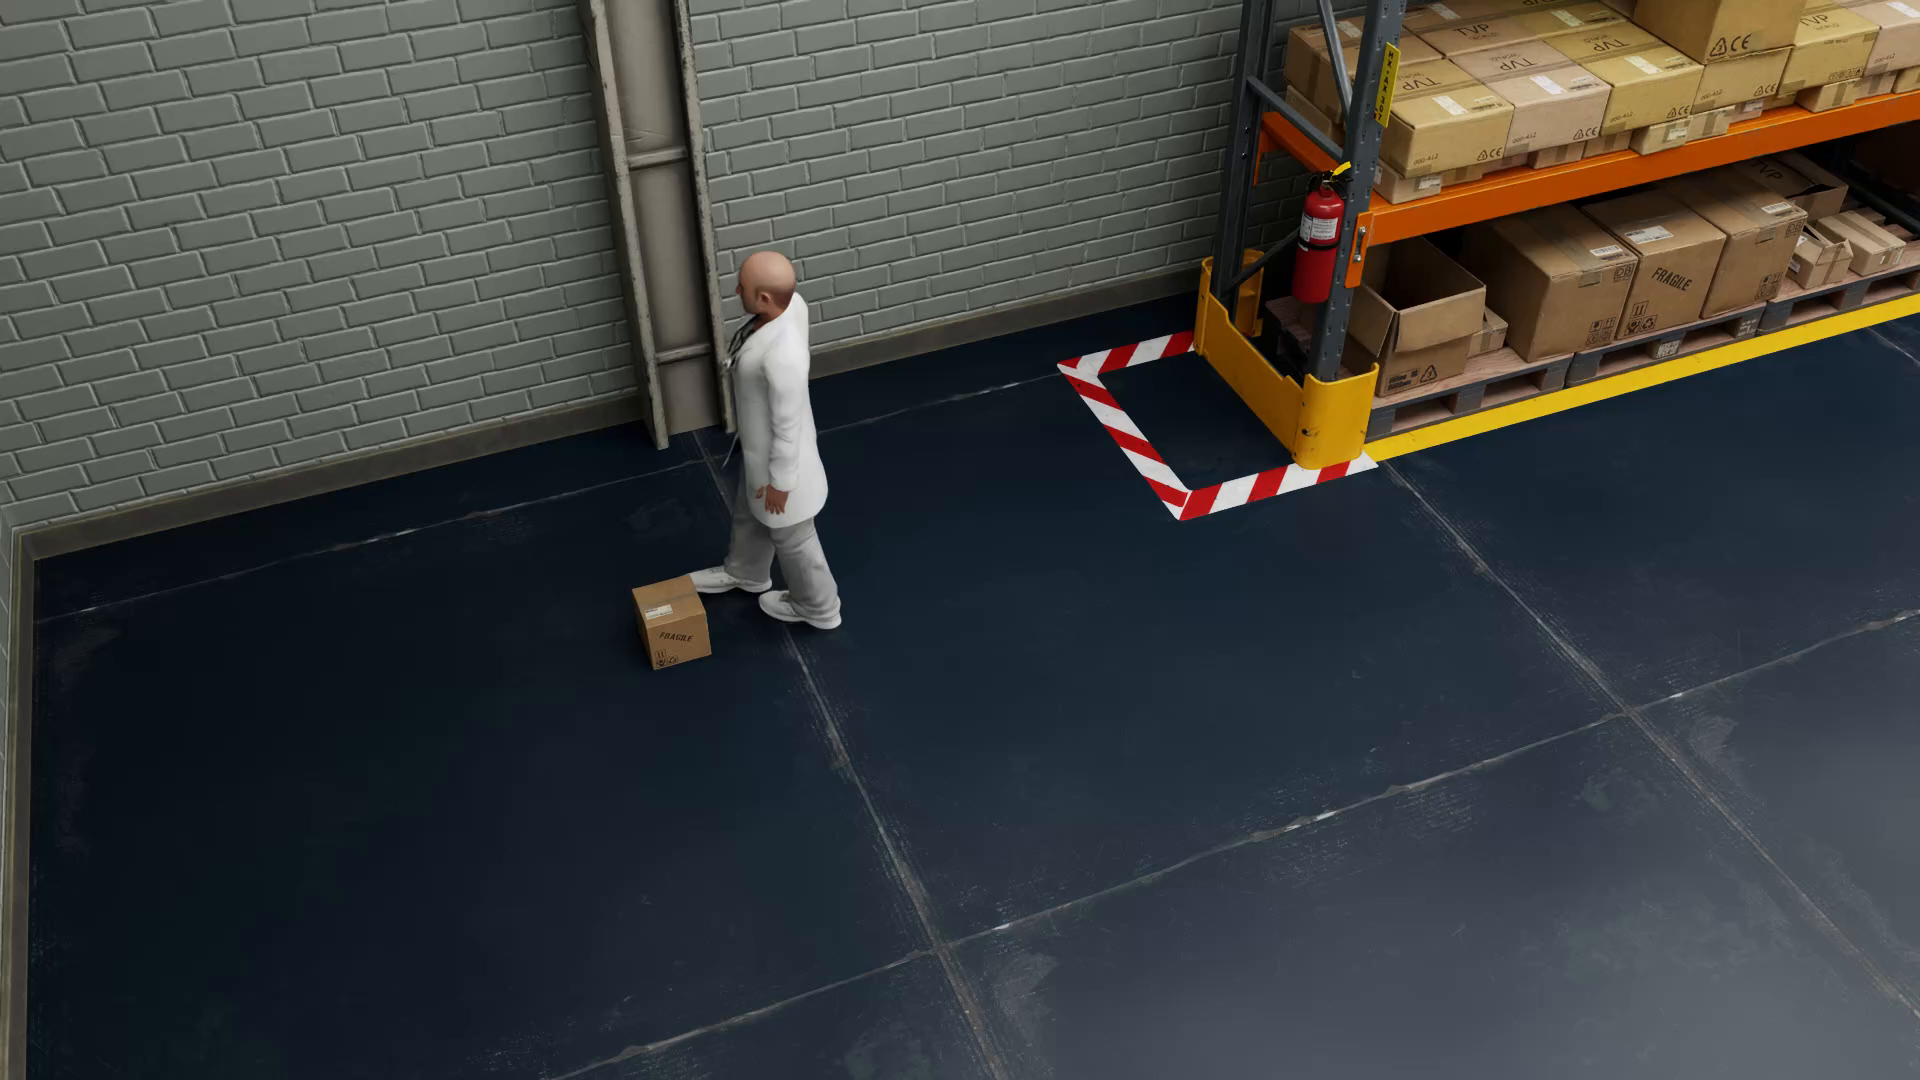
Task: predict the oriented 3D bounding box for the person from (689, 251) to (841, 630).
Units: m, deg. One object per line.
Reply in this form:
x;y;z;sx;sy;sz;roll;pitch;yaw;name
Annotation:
-0.847;-0.363;6.576;0.667;1.774;0.593;-4;41;-4;person
